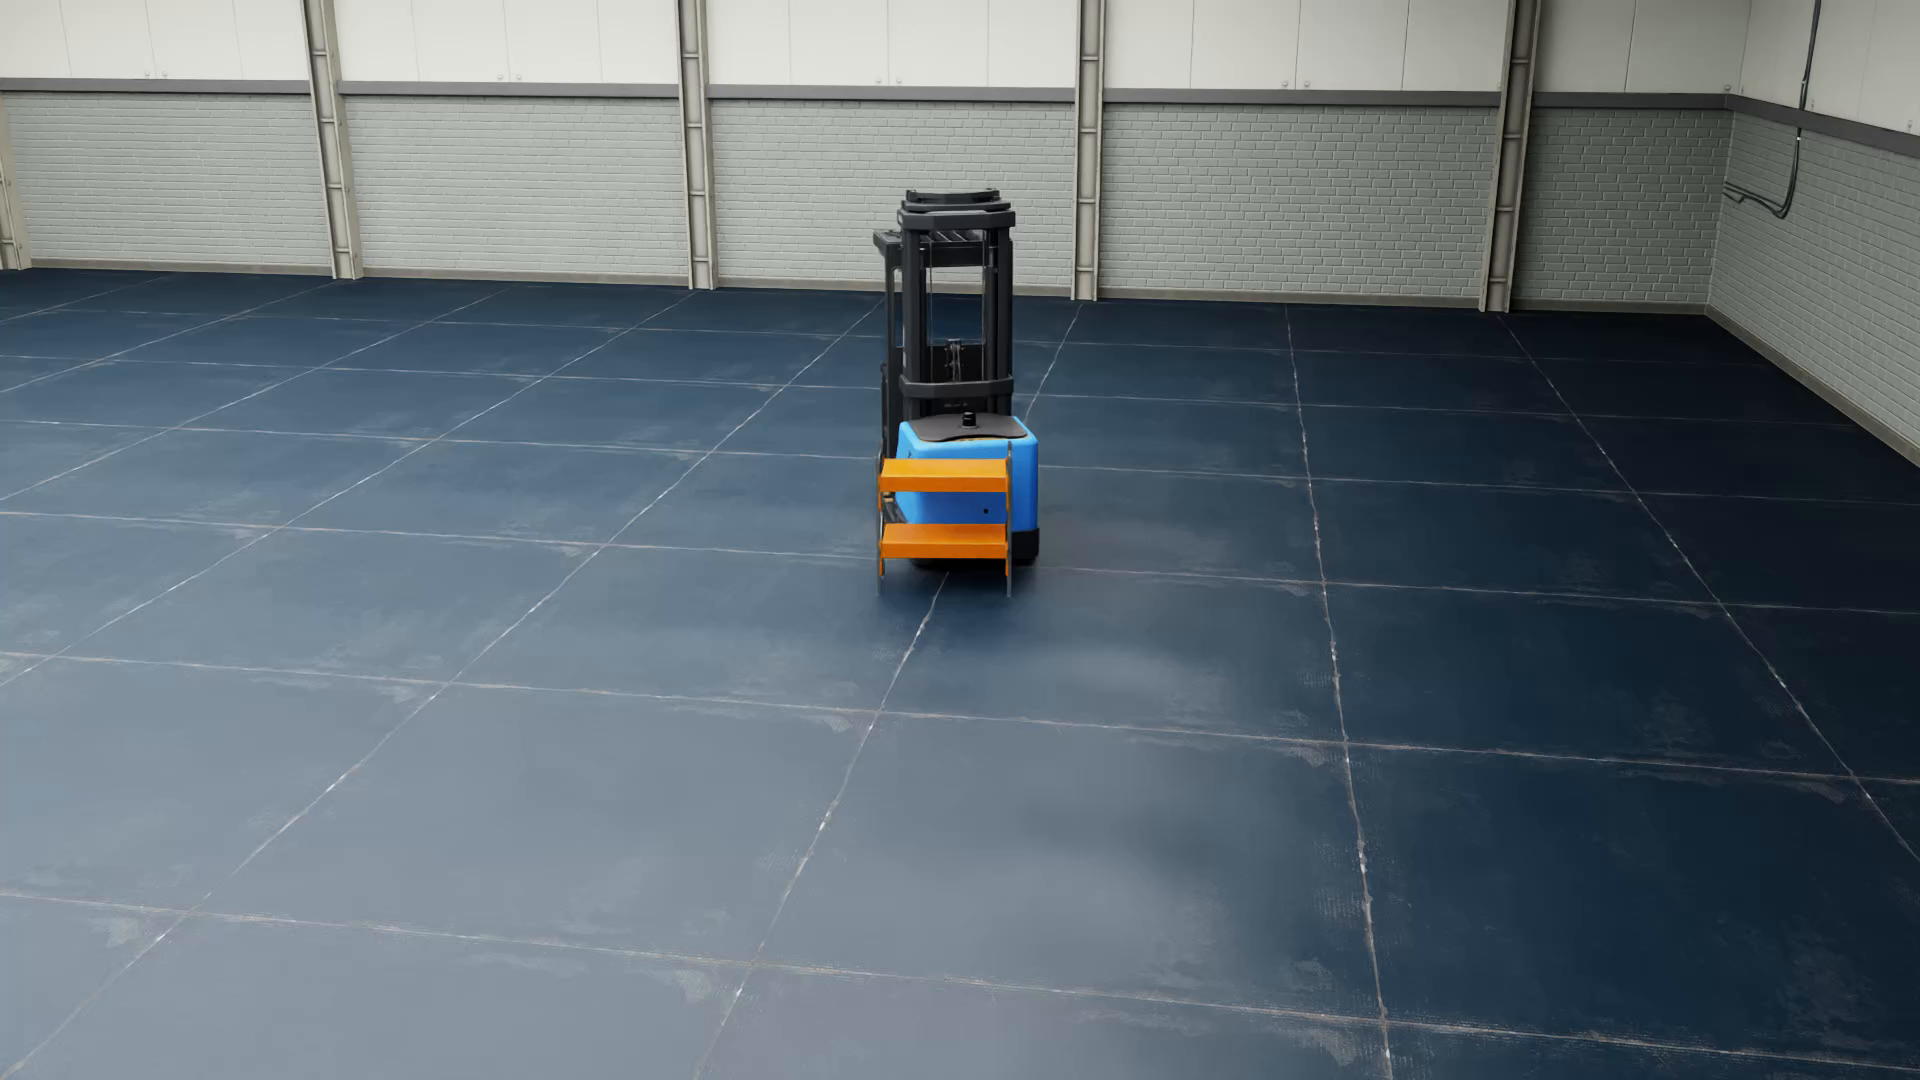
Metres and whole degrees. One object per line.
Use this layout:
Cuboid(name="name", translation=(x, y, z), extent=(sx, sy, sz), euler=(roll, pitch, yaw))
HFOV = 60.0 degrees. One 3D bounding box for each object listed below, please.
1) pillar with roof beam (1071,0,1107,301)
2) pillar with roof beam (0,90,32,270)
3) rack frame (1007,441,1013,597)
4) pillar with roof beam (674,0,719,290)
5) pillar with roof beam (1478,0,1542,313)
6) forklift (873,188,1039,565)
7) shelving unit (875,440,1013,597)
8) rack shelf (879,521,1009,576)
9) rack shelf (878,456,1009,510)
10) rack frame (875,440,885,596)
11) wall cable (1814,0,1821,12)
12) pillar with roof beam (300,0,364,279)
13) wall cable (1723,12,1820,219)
Cuboid(name="pillar with roof beam", translation=(1.213, -6.589, 19.815), extent=(0.400, 9.000, 9.100), euler=(3, 19, 9))
Cuboid(name="pillar with roof beam", translation=(-16.559, -7.495, 22.522), extent=(0.400, 9.000, 9.100), euler=(3, 19, 9))
Cuboid(name="rack frame", translation=(0.388, -0.167, 13.029), extent=(0.032, 1.125, 0.500), euler=(0, 19, 1))
Cuboid(name="pillar with roof beam", translation=(-4.711, -6.891, 20.717), extent=(0.400, 9.000, 9.100), euler=(3, 19, 9))
Cuboid(name="pillar with roof beam", translation=(7.137, -6.287, 18.912), extent=(0.400, 9.000, 9.100), euler=(3, 19, 9))
Cuboid(name="forklift", translation=(-0.143, -1.615, 14.512), extent=(1.130, 2.935, 3.031), euler=(-4, 19, -11))
Cuboid(name="shelving unit", translation=(-0.120, -0.170, 13.037), extent=(1.048, 1.125, 0.538), euler=(0, 19, 1))
Cuboid(name="rack shelf", translation=(-0.120, 0.062, 13.115), extent=(1.000, 0.278, 0.538), euler=(0, 19, 1))
Cuboid(name="rack shelf", translation=(-0.120, -0.447, 12.944), extent=(1.000, 0.278, 0.538), euler=(0, 19, 1))
Cuboid(name="rack frame", translation=(-0.629, -0.173, 13.045), extent=(0.032, 1.125, 0.500), euler=(0, 19, 1))
Cuboid(name="wall cable", translation=(10.089, -7.149, 18.420), extent=(0.112, 2.526, 3.097), euler=(3, 19, 9))
Cuboid(name="pillar with roof beam", translation=(-10.635, -7.193, 21.620), extent=(0.400, 9.000, 9.100), euler=(3, 19, 9))
Cuboid(name="wall cable", translation=(10.518, -5.601, 21.754), extent=(0.112, 2.526, 3.097), euler=(3, 19, 9))
